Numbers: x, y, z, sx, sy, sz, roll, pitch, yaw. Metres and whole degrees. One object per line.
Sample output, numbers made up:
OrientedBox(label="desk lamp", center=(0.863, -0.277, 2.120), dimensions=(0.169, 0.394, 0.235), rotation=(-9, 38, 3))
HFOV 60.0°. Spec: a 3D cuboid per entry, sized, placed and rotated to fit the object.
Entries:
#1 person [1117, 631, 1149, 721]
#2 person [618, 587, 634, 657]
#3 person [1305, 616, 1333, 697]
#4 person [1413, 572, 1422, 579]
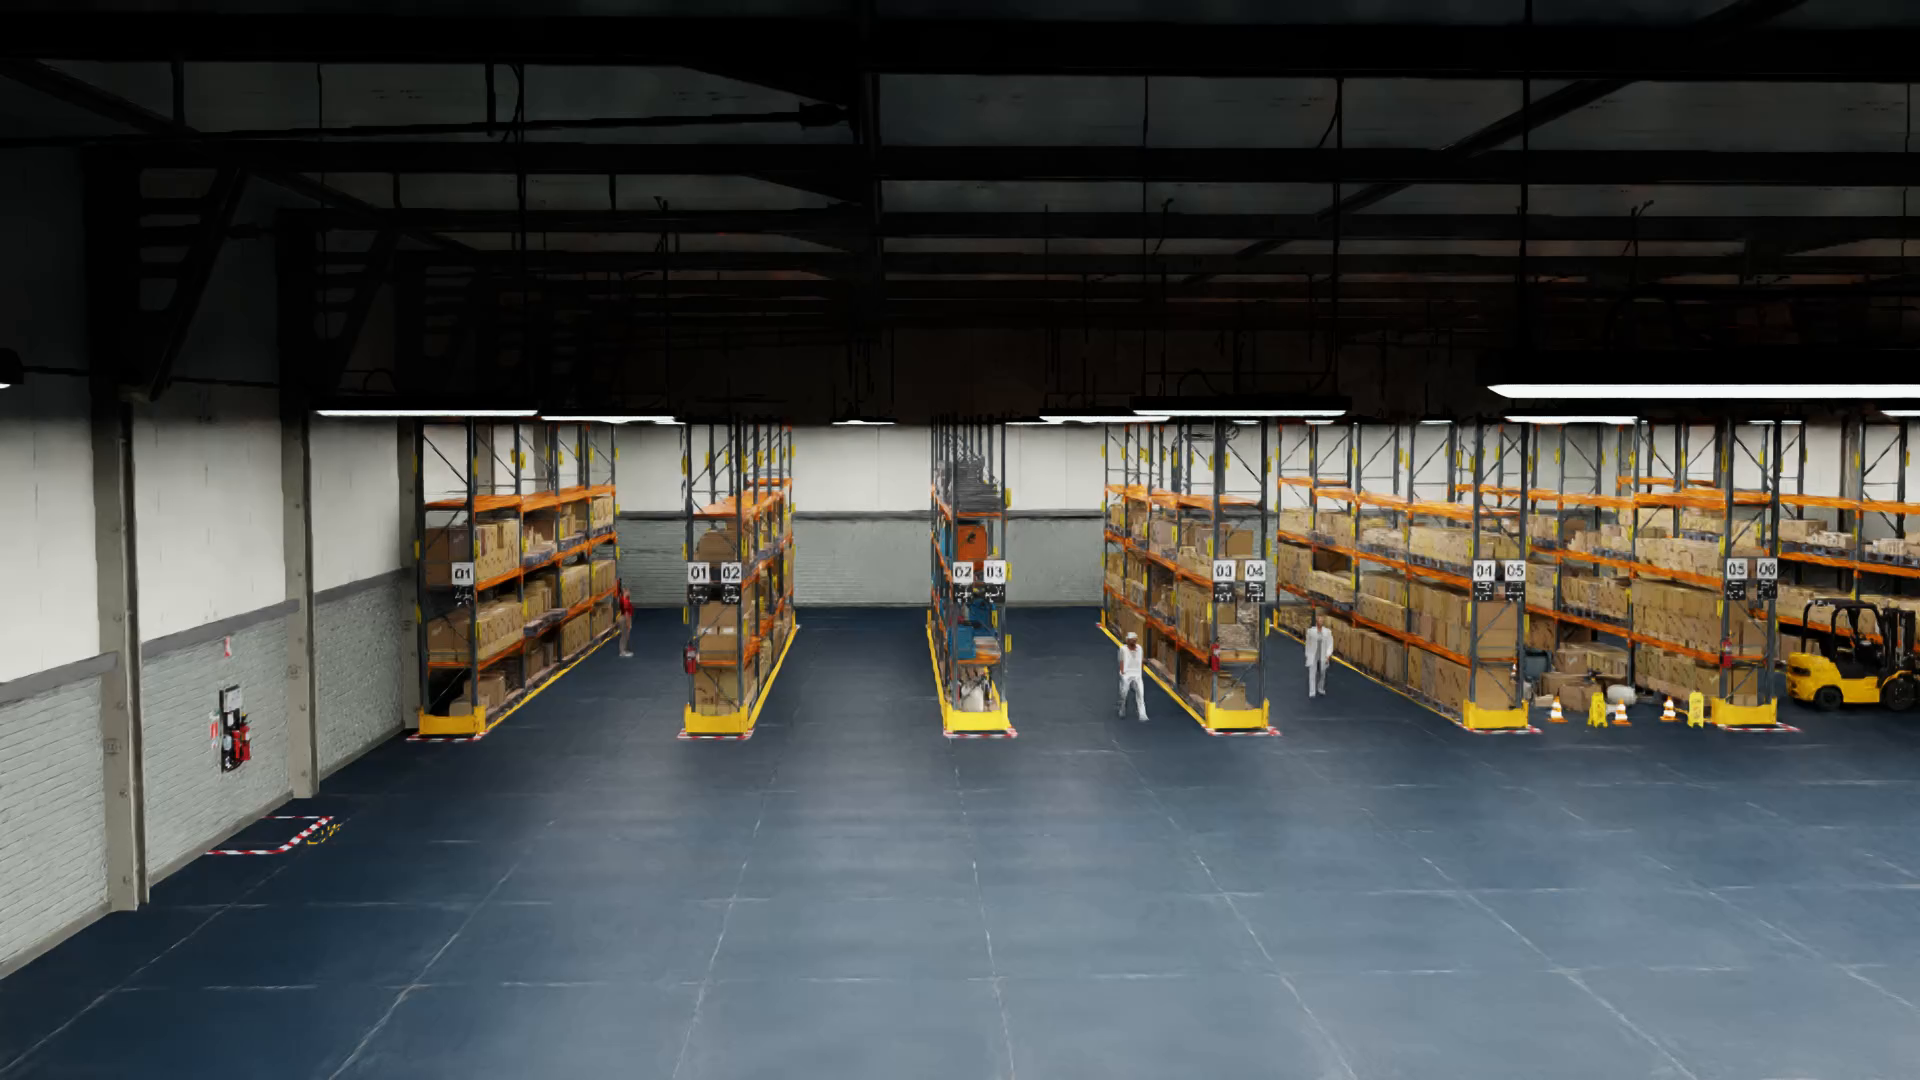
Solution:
OrientedBox(label="person", center=(3.343, 2.641, 32.461), dimensions=(0.554, 1.723, 1.029), rotation=(-1, 4, -10))
OrientedBox(label="person", center=(-8.309, 2.022, 41.428), dimensions=(0.407, 1.733, 0.648), rotation=(-2, 4, -22))
OrientedBox(label="person", center=(7.604, 2.452, 35.202), dimensions=(0.575, 1.714, 1.104), rotation=(0, 4, 7))
OrientedBox(label="person", center=(13.024, 1.671, 47.266), dimensions=(0.492, 1.668, 0.585), rotation=(-1, 4, -13))
